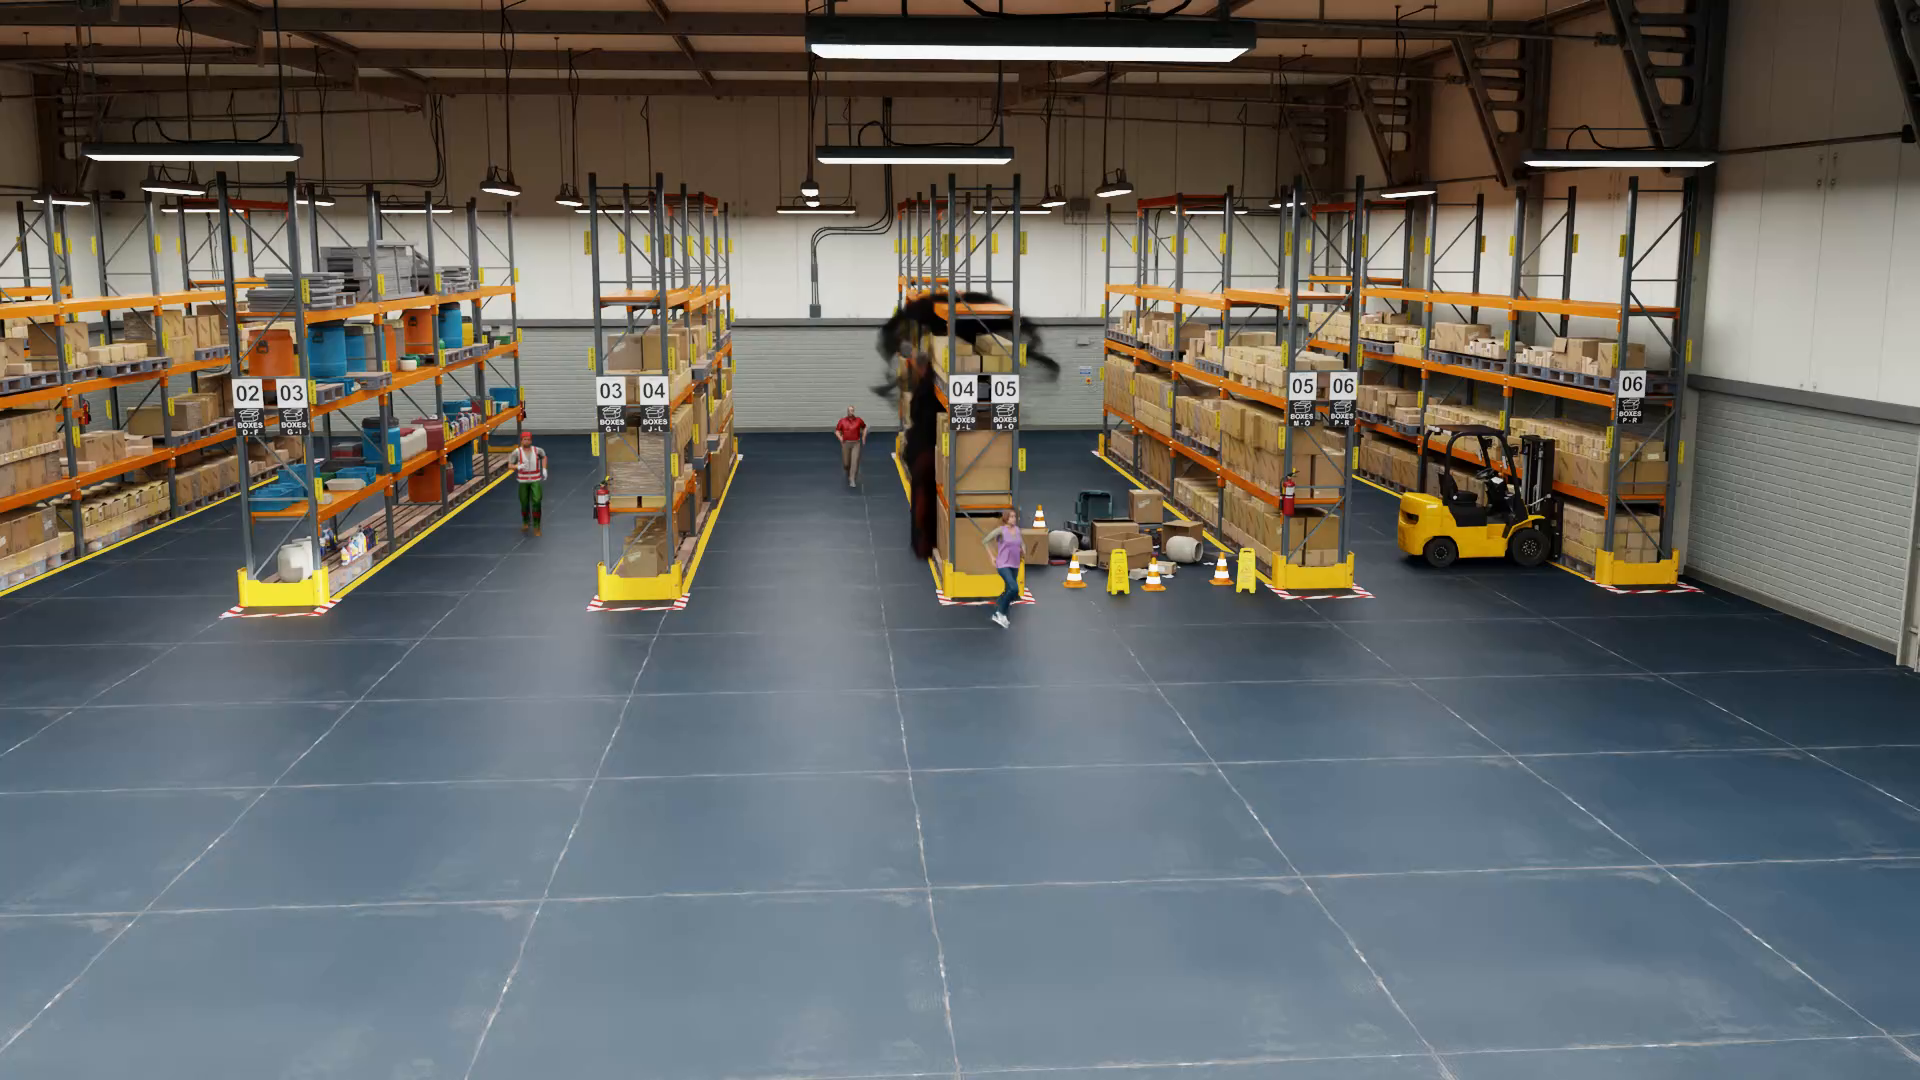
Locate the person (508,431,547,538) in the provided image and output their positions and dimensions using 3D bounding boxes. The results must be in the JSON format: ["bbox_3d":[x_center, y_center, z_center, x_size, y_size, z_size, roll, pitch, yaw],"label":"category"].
[{"bbox_3d":[-7.547,-0.980,29.081,0.681,1.853,0.795,-3,11,-18],"label":"person"}]

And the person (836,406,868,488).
[{"bbox_3d":[-2.284,-1.984,35.092,0.678,1.692,0.917,-1,10,-4],"label":"person"}]

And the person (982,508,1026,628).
[{"bbox_3d":[0.642,0.370,22.001,0.515,1.579,0.634,-10,14,-43],"label":"person"}]
